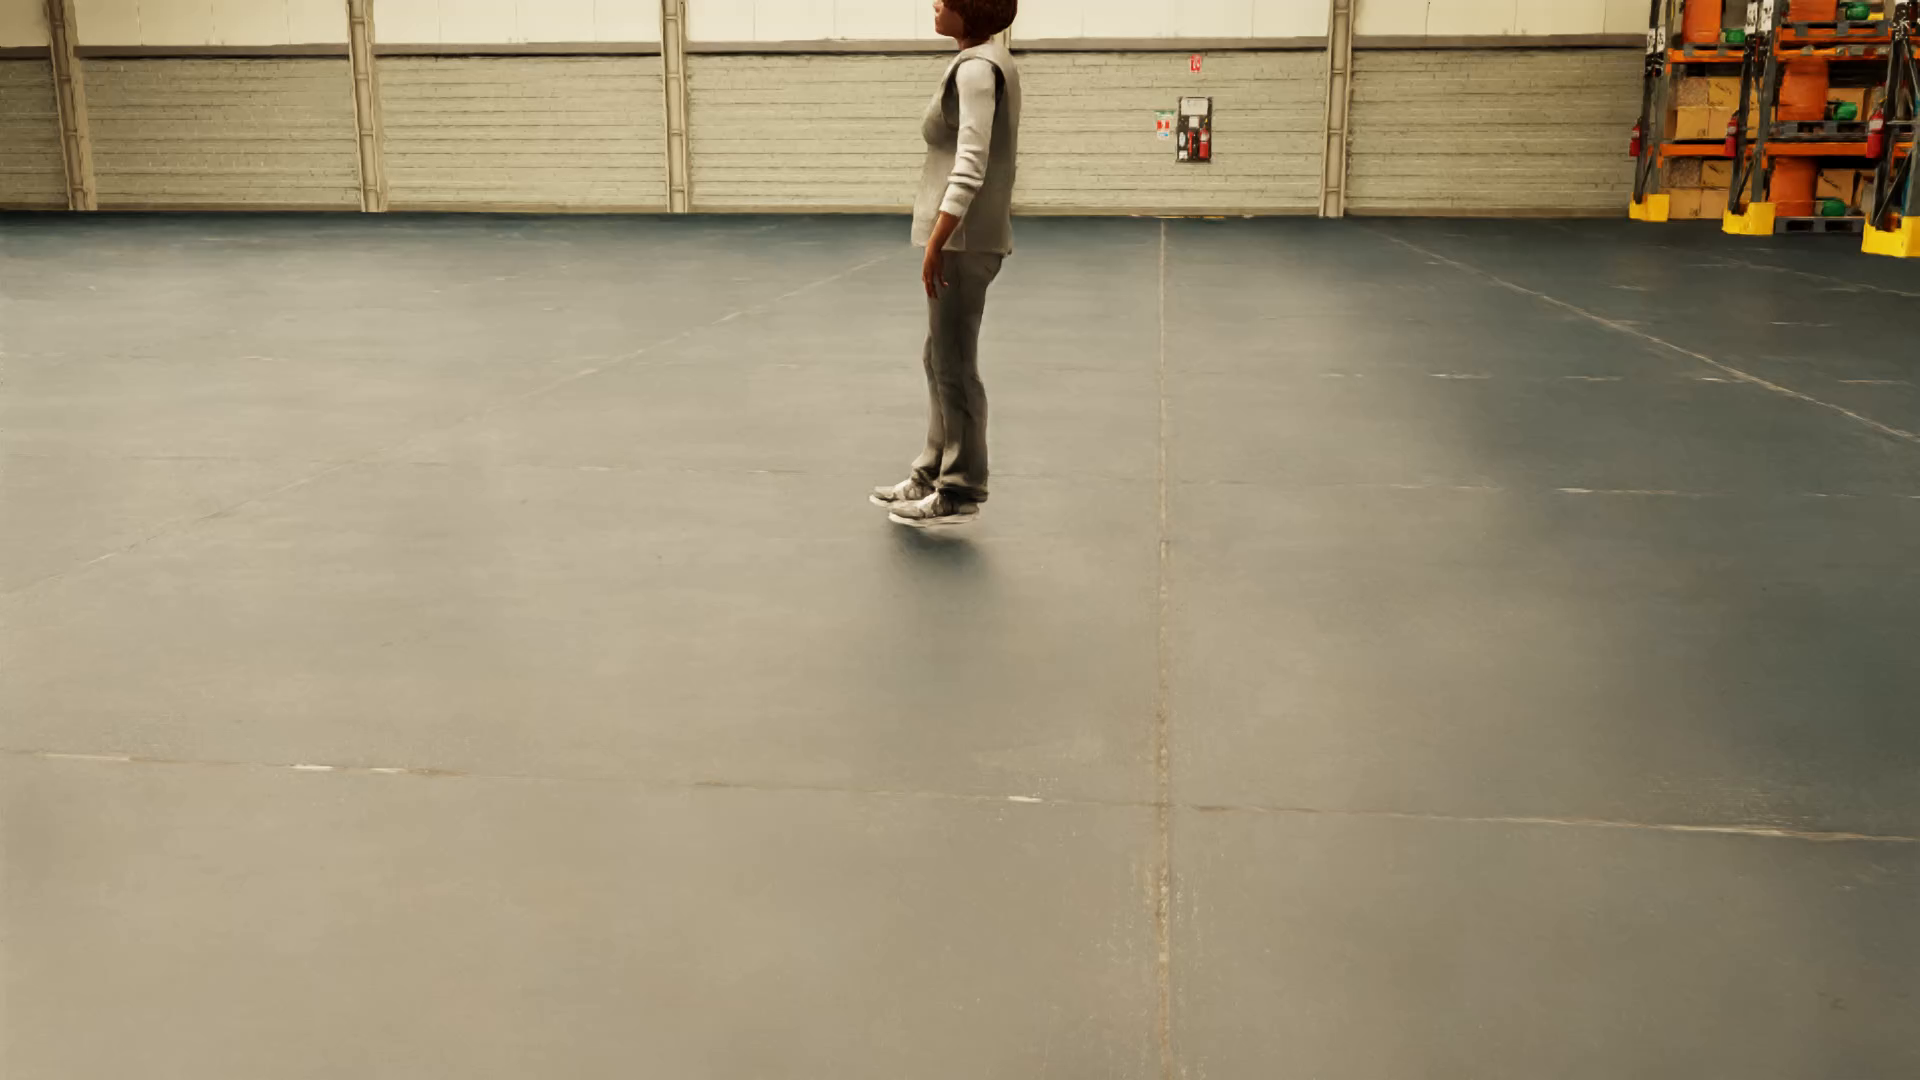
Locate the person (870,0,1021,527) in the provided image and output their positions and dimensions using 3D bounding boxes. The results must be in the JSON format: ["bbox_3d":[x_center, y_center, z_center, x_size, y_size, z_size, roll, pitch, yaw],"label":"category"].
[{"bbox_3d":[-0.071,-0.828,4.776,0.476,1.596,0.521,2,13,7],"label":"person"}]
